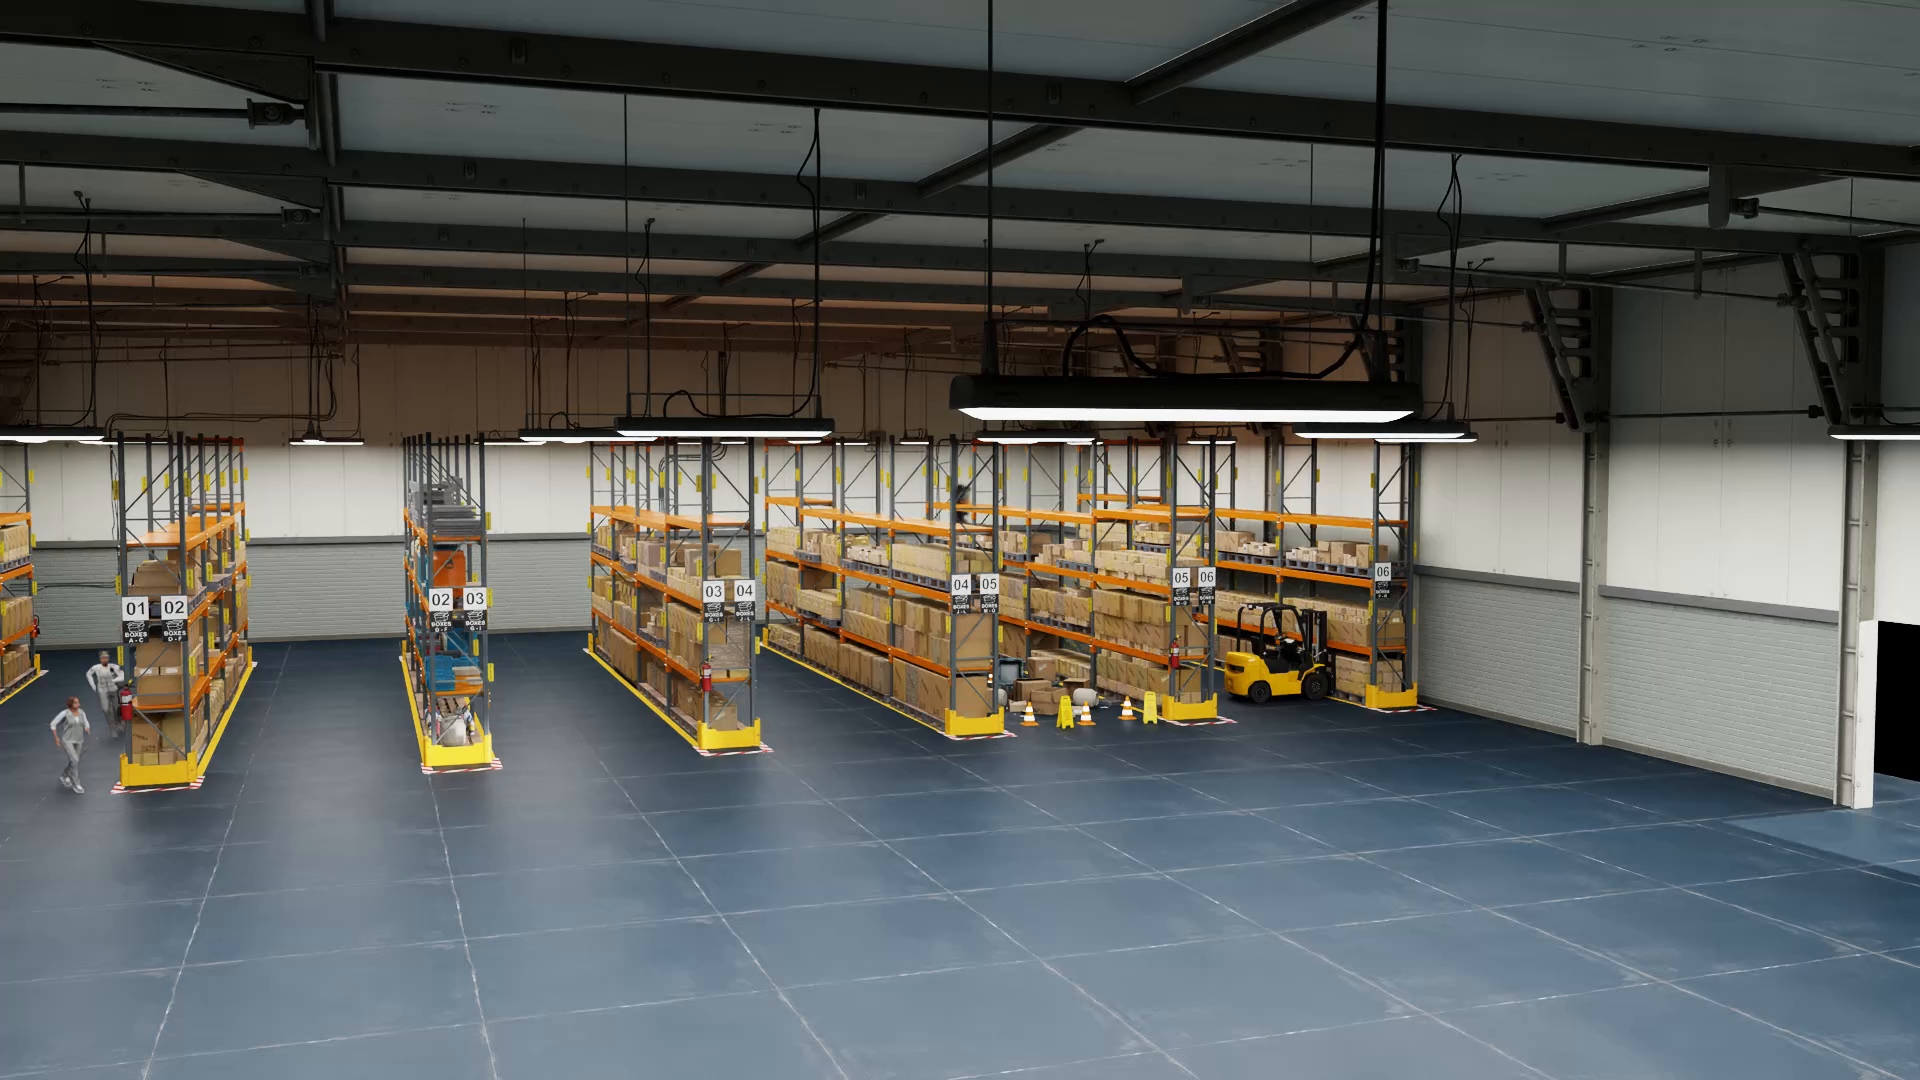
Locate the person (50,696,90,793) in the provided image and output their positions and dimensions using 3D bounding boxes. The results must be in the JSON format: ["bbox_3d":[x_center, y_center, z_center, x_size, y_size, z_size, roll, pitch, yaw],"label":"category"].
[{"bbox_3d":[-14.813,3.385,27.704,0.767,1.586,0.553,2,4,32],"label":"person"}]

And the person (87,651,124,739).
[{"bbox_3d":[-16.946,3.051,33.013,0.677,1.730,0.782,-2,4,-27],"label":"person"}]

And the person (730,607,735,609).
[{"bbox_3d":[-6.746,2.236,47.540,0.647,1.746,0.724,-2,4,-27],"label":"person"}]
